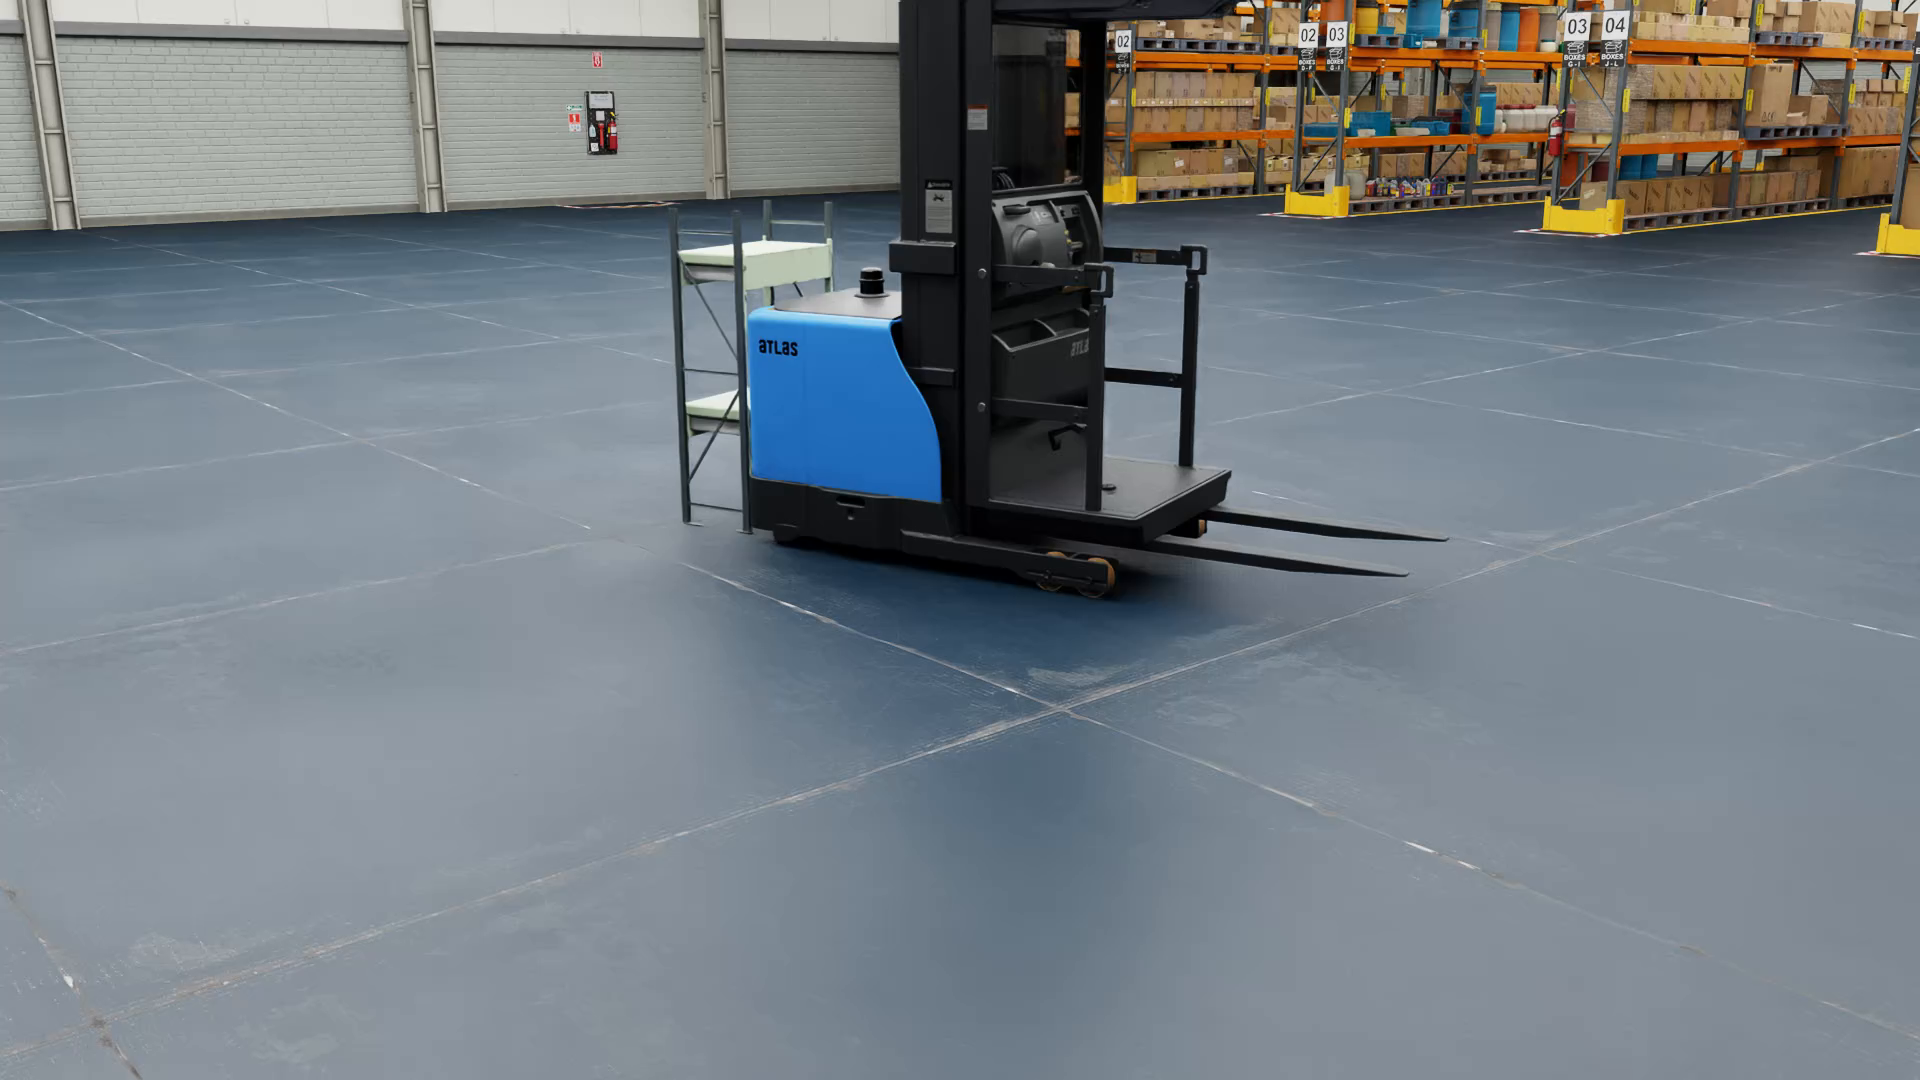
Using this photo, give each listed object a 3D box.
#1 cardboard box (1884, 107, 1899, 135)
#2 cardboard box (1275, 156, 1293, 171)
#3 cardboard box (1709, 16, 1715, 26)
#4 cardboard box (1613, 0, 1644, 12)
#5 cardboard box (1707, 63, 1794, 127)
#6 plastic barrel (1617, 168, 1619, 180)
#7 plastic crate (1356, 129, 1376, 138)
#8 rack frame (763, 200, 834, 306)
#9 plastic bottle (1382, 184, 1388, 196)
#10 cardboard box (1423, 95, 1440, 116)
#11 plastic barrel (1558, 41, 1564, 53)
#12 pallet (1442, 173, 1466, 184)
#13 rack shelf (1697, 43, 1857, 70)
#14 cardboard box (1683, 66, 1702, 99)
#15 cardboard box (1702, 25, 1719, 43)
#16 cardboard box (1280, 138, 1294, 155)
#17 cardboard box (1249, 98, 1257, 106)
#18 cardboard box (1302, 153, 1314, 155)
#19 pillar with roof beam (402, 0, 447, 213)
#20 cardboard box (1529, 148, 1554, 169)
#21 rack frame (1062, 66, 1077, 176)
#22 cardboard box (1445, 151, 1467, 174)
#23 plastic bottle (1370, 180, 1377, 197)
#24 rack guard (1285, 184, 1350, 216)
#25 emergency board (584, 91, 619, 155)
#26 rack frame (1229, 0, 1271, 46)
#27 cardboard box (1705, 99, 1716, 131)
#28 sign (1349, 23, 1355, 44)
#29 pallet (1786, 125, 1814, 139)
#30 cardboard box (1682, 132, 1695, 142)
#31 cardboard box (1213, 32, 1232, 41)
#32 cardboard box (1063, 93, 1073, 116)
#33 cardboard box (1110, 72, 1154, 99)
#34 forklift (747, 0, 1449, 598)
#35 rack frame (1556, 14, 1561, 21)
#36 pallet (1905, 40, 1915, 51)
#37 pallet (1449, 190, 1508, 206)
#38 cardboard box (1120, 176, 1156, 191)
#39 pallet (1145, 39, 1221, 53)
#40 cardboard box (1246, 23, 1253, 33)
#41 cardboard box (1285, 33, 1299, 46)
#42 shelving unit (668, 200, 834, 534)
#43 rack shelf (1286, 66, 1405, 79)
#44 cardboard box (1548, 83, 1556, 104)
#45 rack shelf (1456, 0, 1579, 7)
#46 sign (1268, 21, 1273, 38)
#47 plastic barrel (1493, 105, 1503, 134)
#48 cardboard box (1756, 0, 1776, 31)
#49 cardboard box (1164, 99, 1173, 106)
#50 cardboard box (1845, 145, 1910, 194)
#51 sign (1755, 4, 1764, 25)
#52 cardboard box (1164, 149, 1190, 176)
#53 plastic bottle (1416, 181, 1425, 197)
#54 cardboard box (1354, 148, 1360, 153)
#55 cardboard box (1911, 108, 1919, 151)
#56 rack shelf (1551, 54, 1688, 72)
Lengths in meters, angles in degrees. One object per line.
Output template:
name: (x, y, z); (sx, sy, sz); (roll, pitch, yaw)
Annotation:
cardboard box: (17.179, -7.851, 31.134); (0.500, 0.500, 0.500); (-13, 19, -39)
cardboard box: (6.822, -8.016, 35.373); (0.500, 0.311, 0.500); (-13, 20, -40)
cardboard box: (11.582, -8.126, 26.064); (0.250, 0.149, 0.380); (-12, 19, -37)
cardboard box: (10.452, -8.353, 25.656); (0.500, 0.500, 0.500); (-13, 19, -39)
cardboard box: (13.157, -7.436, 27.799); (1.000, 1.000, 1.000); (-12, 19, -39)
plastic barrel: (13.809, -7.869, 35.404); (0.421, 0.512, 0.421); (0, 15, 0)
plastic crate: (7.083, -7.084, 28.969); (0.250, 0.136, 0.298); (-13, 19, -39)
rack frame: (-0.799, -0.943, 8.374); (0.400, 1.500, 0.023); (8, 17, 29)
plastic bottle: (7.842, -6.453, 30.666); (0.097, 0.201, 0.097); (0, 15, 0)
cardboard box: (10.709, -10.060, 38.592); (0.700, 0.500, 0.500); (10, 18, 33)
plastic barrel: (12.079, -9.800, 33.114); (0.294, 0.245, 0.294); (0, 15, 0)
pallet: (11.412, -8.628, 39.641); (1.213, 0.211, 1.003); (-13, 19, -39)
rack shelf: (13.975, -8.276, 28.503); (4.000, 0.370, 1.077); (-13, 19, -39)
cardboard box: (11.174, -7.127, 25.913); (0.500, 0.500, 0.500); (-13, 19, -39)
cardboard box: (11.512, -7.911, 26.031); (0.500, 0.250, 0.500); (-13, 20, -40)
cardboard box: (8.341, -10.113, 43.149); (0.750, 0.750, 0.750); (-12, 19, -39)
cardboard box: (5.901, -9.039, 34.326); (0.250, 0.149, 0.380); (-13, 20, -39)
cardboard box: (7.619, -8.380, 36.737); (0.500, 0.311, 0.500); (-13, 20, -41)
pillar with roof beam: (-6.573, -9.365, 25.374); (0.400, 9.000, 9.100); (-13, 19, -39)
cardboard box: (14.770, -9.663, 42.103); (0.500, 0.500, 0.500); (-13, 19, -39)
rack frame: (2.711, -9.729, 38.359); (0.127, 3.000, 1.000); (-13, 19, -39)
cardboard box: (11.817, -8.986, 39.569); (0.500, 0.500, 0.500); (-13, 20, -40)
plastic bottle: (7.573, -6.436, 30.442); (0.133, 0.283, 0.061); (-13, 19, -39)
rack guard: (6.224, -5.937, 29.007); (0.348, 0.500, 1.175); (-13, 19, -39)
emergency board: (-6.762, -7.910, 31.552); (0.643, 1.169, 0.194); (-13, 19, -39)
rack frame: (5.966, -11.663, 33.977); (0.127, 3.000, 1.000); (-13, 19, -39)
cardboard box: (11.686, -6.886, 26.946); (0.500, 0.500, 0.875); (-13, 19, -39)
sign: (6.555, -8.468, 27.810); (0.005, 0.325, 0.100); (-13, 19, -39)
pallet: (14.017, -7.077, 28.805); (1.213, 0.211, 1.003); (-13, 19, -39)
cardboard box: (11.356, -6.369, 26.270); (0.250, 0.149, 0.380); (-13, 19, -39)
cardboard box: (5.235, -10.106, 33.360); (0.250, 0.149, 0.380); (-13, 19, -39)
cardboard box: (2.185, -9.802, 37.433); (0.500, 0.500, 0.500); (-13, 20, -40)
cardboard box: (3.349, -8.848, 32.354); (0.500, 0.500, 0.700); (-13, 19, -39)
forklift: (0.561, -1.333, 7.061); (3.031, 2.935, 1.130); (8, 17, 29)
rack frame: (15.018, -13.696, 41.587); (0.127, 3.000, 1.000); (-13, 19, -39)
pallet: (17.842, -9.383, 31.622); (1.217, 0.209, 0.805); (-14, 20, -42)
pallet: (9.782, -6.593, 32.025); (1.213, 0.211, 1.003); (-13, 19, -39)
cardboard box: (3.499, -7.009, 32.693); (0.500, 0.250, 0.500); (-13, 19, -39)
pallet: (4.420, -9.816, 33.046); (1.213, 0.211, 1.003); (-13, 19, -39)
cardboard box: (7.590, -12.936, 42.056); (0.500, 0.250, 0.500); (-13, 20, -41)
cardboard box: (6.850, -10.541, 35.063); (0.500, 0.250, 0.500); (14, 20, 42)
shelving unit: (-0.981, -0.861, 8.068); (0.431, 1.500, 0.755); (8, 17, 29)
rack shelf: (10.255, -12.524, 44.407); (4.000, 0.370, 1.077); (-13, 19, -39)
cardboard box: (14.483, -11.114, 41.416); (0.500, 0.500, 0.500); (-12, 19, -38)
rack shelf: (13.510, -13.008, 40.412); (4.000, 0.370, 1.077); (-13, 19, -39)
sign: (6.331, -10.394, 33.883); (0.005, 0.325, 0.100); (-13, 19, -39)
plastic barrel: (10.080, -7.985, 31.568); (0.433, 0.535, 0.433); (0, 15, 0)
cardboard box: (12.886, -8.598, 27.300); (0.637, 0.503, 0.797); (-14, 20, -42)
cardboard box: (3.964, -8.603, 32.694); (0.250, 0.149, 0.380); (-13, 20, -40)
cardboard box: (17.358, -7.103, 31.834); (0.875, 0.875, 1.225); (-14, 20, -41)
sign: (12.828, -8.430, 26.684); (0.005, 0.325, 0.100); (-13, 19, -39)
cardboard box: (4.244, -7.544, 33.241); (0.500, 0.500, 0.500); (-13, 19, -39)
plastic bottle: (8.404, -6.417, 30.388); (0.135, 0.276, 0.152); (-12, 19, -38)
cardboard box: (10.545, -10.449, 45.084); (0.500, 0.500, 0.700); (-13, 20, -41)
cardboard box: (12.878, -5.320, 21.562); (0.550, 0.550, 0.875); (-13, 19, -39)
rack shelf: (13.741, -9.918, 34.649); (4.000, 0.370, 1.077); (-13, 19, -39)
